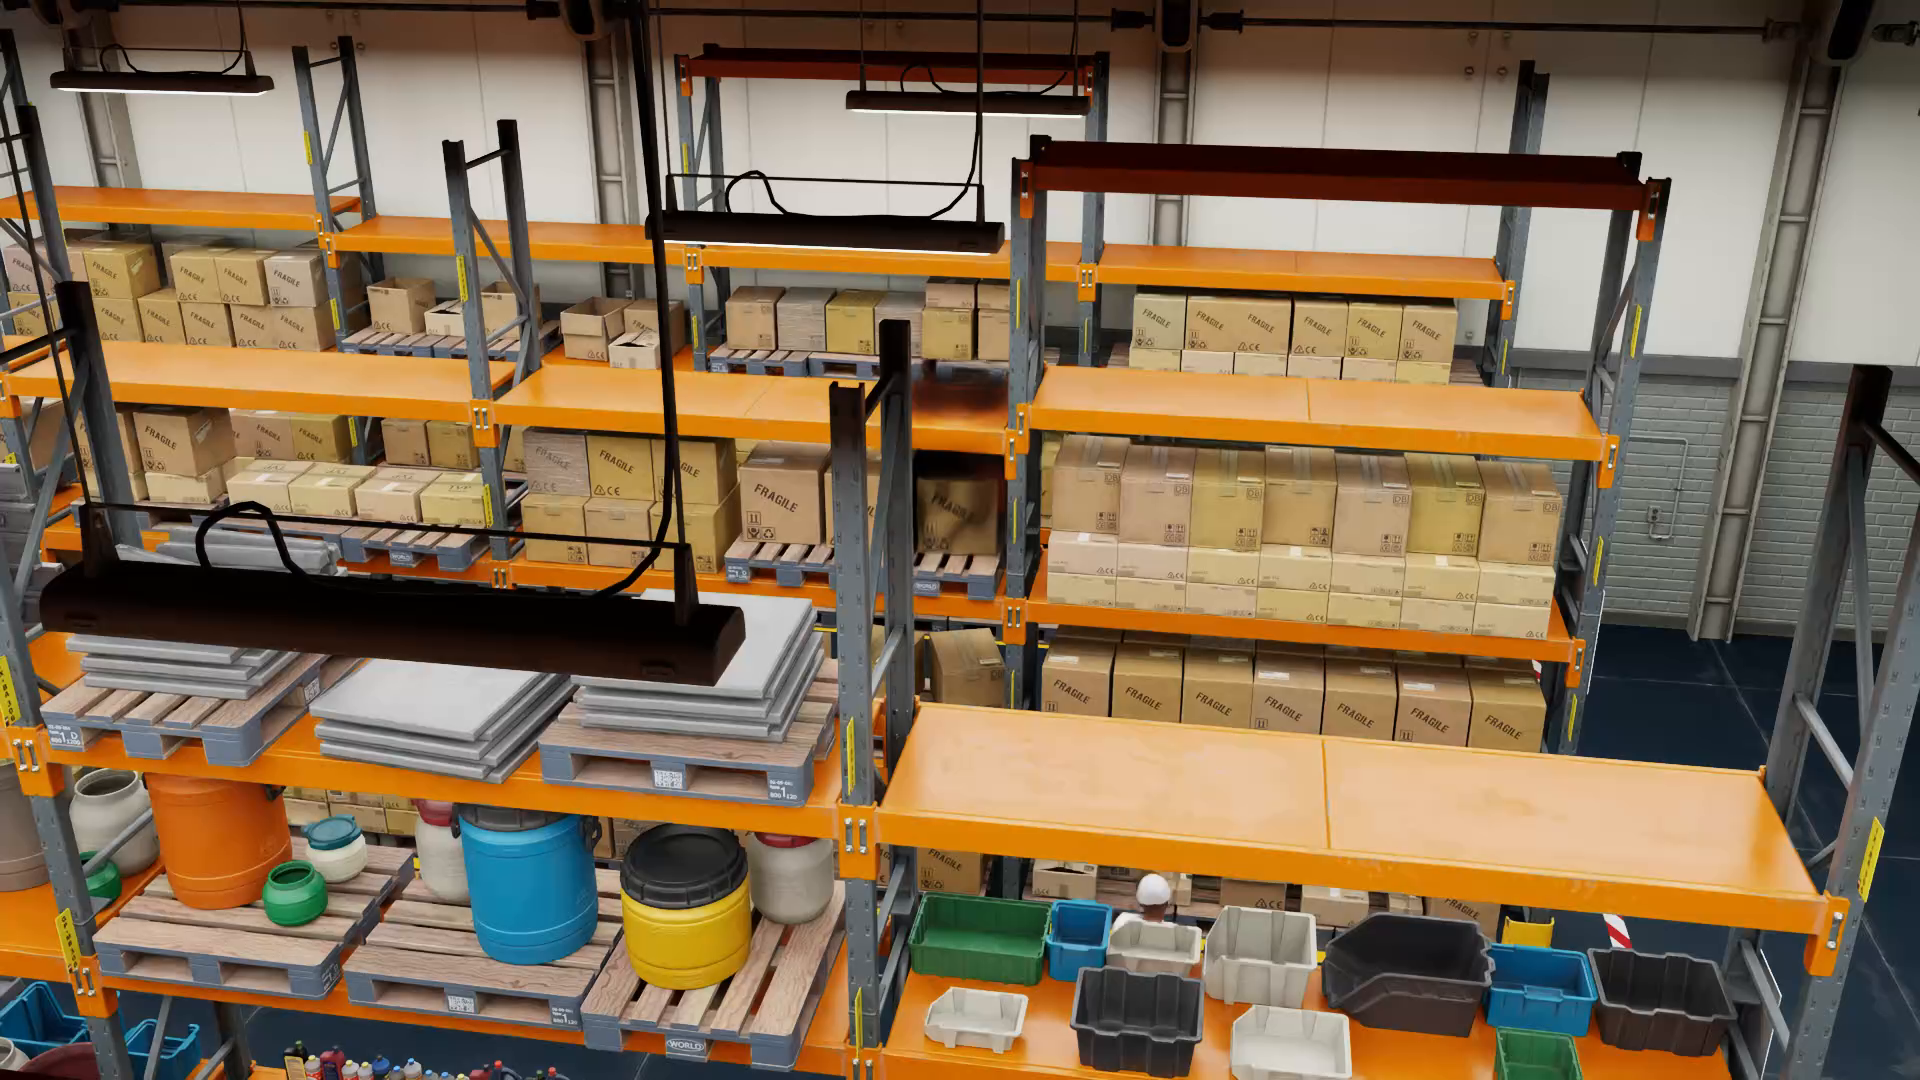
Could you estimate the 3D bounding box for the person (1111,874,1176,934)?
[{"bbox_3d":[1.240,2.930,10.798,0.565,1.790,0.428,10,25,22],"label":"person"}]
